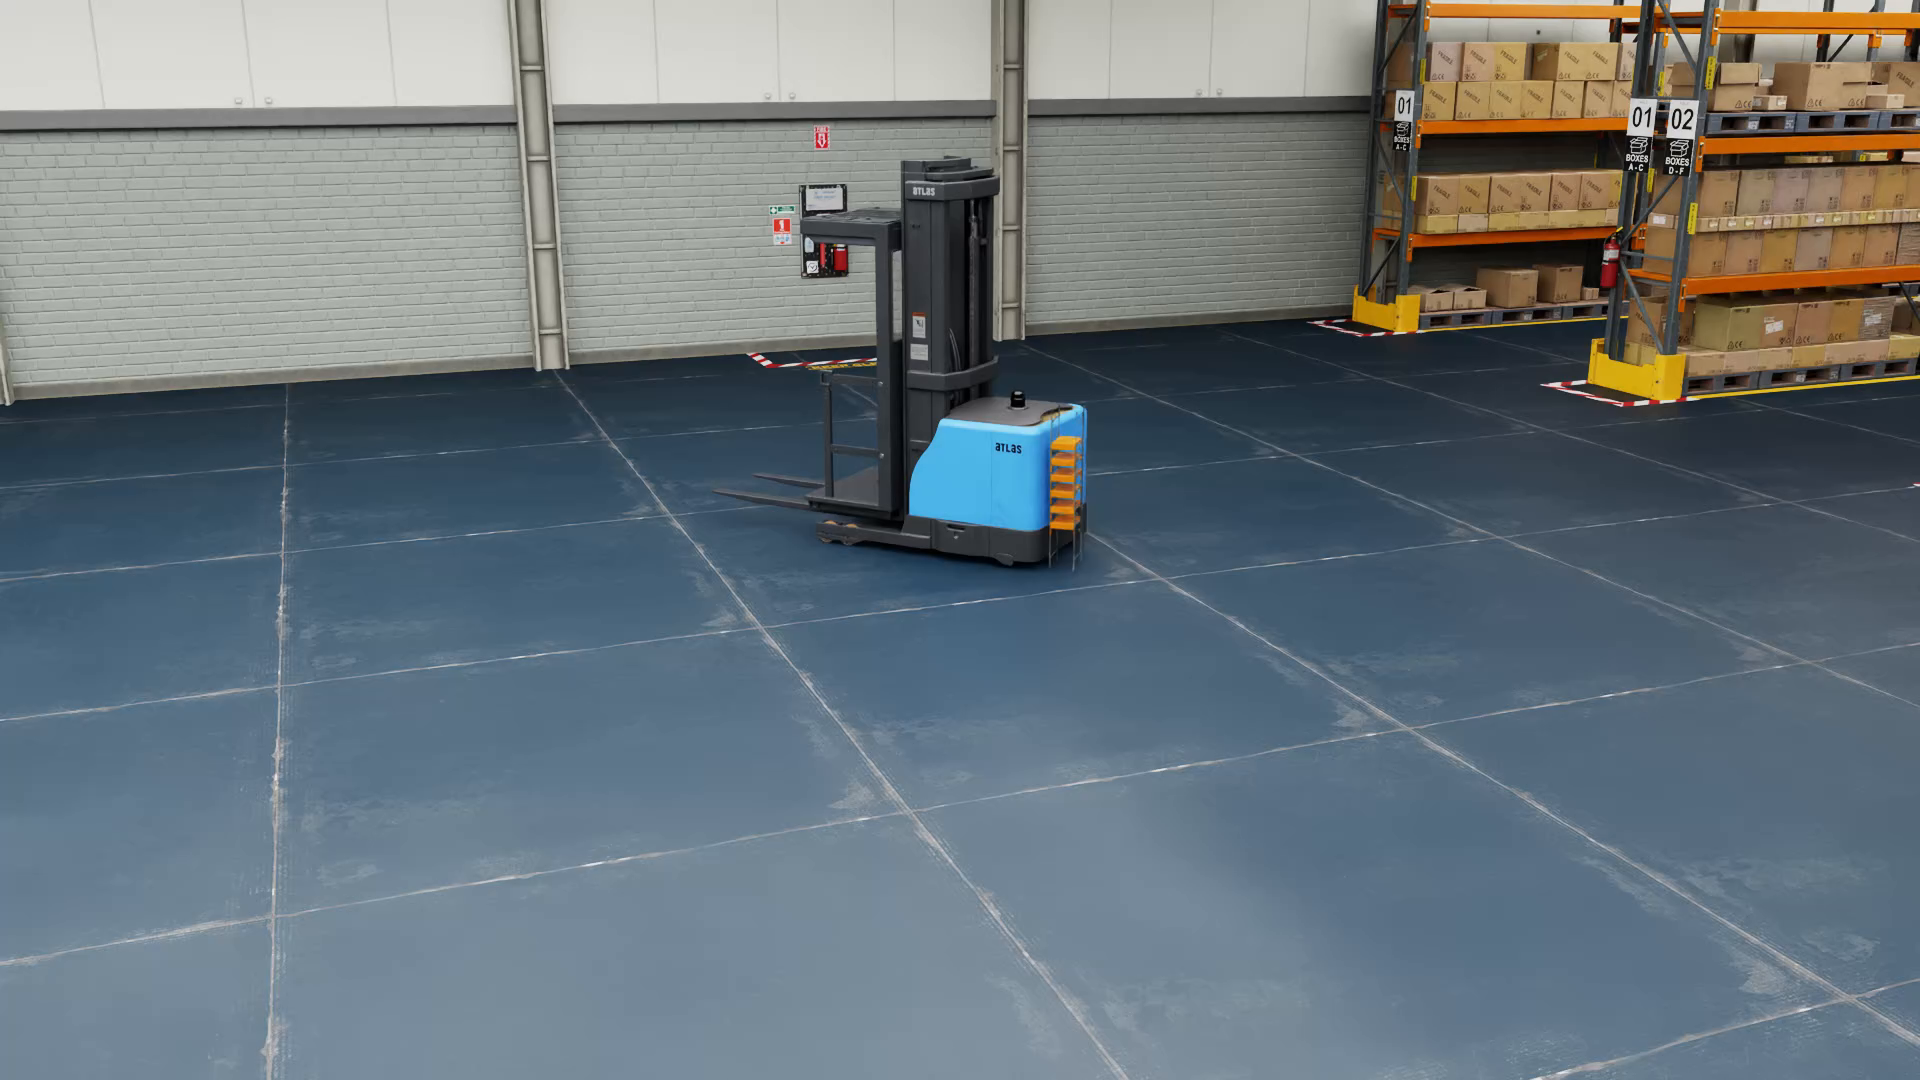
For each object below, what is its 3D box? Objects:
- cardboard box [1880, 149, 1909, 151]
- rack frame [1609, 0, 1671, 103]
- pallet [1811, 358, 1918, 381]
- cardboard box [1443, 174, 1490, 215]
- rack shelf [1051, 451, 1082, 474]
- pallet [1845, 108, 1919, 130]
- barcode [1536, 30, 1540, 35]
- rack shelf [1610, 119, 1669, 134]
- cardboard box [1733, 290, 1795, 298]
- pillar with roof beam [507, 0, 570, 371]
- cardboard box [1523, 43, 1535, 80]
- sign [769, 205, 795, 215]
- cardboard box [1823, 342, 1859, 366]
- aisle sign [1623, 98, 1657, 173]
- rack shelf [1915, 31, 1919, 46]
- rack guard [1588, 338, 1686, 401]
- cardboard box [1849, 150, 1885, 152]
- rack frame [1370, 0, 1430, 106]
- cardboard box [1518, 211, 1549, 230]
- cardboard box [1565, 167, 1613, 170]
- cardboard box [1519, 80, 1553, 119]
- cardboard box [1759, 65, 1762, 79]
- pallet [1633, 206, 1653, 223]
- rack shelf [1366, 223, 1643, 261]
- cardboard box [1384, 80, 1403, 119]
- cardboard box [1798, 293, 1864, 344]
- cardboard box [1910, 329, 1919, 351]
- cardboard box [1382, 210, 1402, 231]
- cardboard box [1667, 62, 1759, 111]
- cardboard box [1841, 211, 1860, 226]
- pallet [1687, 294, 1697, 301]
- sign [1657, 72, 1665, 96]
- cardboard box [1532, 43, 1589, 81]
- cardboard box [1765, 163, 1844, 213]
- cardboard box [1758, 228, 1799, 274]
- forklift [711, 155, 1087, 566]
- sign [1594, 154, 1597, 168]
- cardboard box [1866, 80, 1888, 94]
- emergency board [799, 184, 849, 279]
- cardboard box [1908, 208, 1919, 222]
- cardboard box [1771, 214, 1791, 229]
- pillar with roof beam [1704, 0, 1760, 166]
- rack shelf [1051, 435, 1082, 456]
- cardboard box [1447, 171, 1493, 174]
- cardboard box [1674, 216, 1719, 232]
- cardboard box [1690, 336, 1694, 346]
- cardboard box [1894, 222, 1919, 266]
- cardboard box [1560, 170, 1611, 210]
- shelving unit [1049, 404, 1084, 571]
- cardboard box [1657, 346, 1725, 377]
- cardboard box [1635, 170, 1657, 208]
[{"bbox_3d":[14.658,-6.029,26.233,0.500,0.250,0.500,-7,18,-21],"label":"cardboard box"},{"bbox_3d":[9.627,-7.728,23.443,0.127,3.000,1.000,-6,17,-20],"label":"rack frame"},{"bbox_3d":[10.646,-2.139,20.009,1.213,0.211,1.003,-6,17,-20],"label":"pallet"},{"bbox_3d":[6.911,-4.760,22.883,0.500,0.500,0.500,-6,17,-20],"label":"cardboard box"},{"bbox_3d":[0.786,-0.572,12.218,0.180,0.103,0.258,5,18,17],"label":"rack shelf"},{"bbox_3d":[10.616,-4.850,19.125,1.213,0.211,1.003,-6,17,-20],"label":"pallet"},{"bbox_3d":[8.176,-7.173,23.506,0.075,0.075,0.001,-6,17,-20],"label":"barcode"},{"bbox_3d":[11.495,-6.145,24.654,4.000,0.370,1.077,-6,17,-20],"label":"rack shelf"},{"bbox_3d":[9.459,-2.672,19.679,0.500,0.500,0.500,-6,17,-20],"label":"cardboard box"},{"bbox_3d":[-3.429,-5.280,15.108,0.400,9.000,9.100,-6,17,-20],"label":"pillar with roof beam"},{"bbox_3d":[7.648,-6.685,23.230,0.500,0.500,0.500,-6,17,-20],"label":"cardboard box"},{"bbox_3d":[-2.233,-4.141,20.873,0.331,0.109,0.001,-6,17,-20],"label":"sign"},{"bbox_3d":[10.117,-2.222,19.477,0.500,0.250,0.500,-6,17,-20],"label":"cardboard box"},{"bbox_3d":[7.502,-4.461,18.353,0.004,0.787,0.394,-6,17,-20],"label":"aisle sign"},{"bbox_3d":[13.271,-6.090,19.851,4.000,0.370,1.077,-6,17,-20],"label":"rack shelf"},{"bbox_3d":[7.646,-1.941,18.822,0.348,0.500,1.175,-6,17,-20],"label":"rack guard"},{"bbox_3d":[14.178,-5.978,26.060,0.500,0.250,0.500,-7,18,-22],"label":"cardboard box"},{"bbox_3d":[5.892,-7.325,22.070,0.127,3.000,1.000,-6,17,-20],"label":"rack frame"},{"bbox_3d":[7.892,-4.506,23.349,0.500,0.250,0.500,-6,17,-20],"label":"cardboard box"},{"bbox_3d":[9.114,-5.154,24.227,0.500,0.500,0.500,-7,18,-21],"label":"cardboard box"},{"bbox_3d":[7.784,-6.069,22.904,0.500,0.500,0.500,-5,17,-17],"label":"cardboard box"},{"bbox_3d":[11.318,-6.697,24.332,0.500,0.500,0.500,-7,18,-22],"label":"cardboard box"},{"bbox_3d":[10.393,-4.796,24.448,1.213,0.211,1.003,-6,17,-20],"label":"pallet"},{"bbox_3d":[7.760,-4.303,23.703,4.000,0.370,1.077,-6,17,-20],"label":"rack shelf"},{"bbox_3d":[6.191,-6.052,22.846,0.500,0.500,0.500,-5,17,-16],"label":"cardboard box"},{"bbox_3d":[10.112,-2.585,19.383,0.500,0.500,0.500,-6,17,-20],"label":"cardboard box"},{"bbox_3d":[11.869,-2.404,20.096,0.500,0.250,0.500,-7,18,-21],"label":"cardboard box"},{"bbox_3d":[6.259,-4.482,23.268,0.500,0.250,0.500,-6,17,-19],"label":"cardboard box"},{"bbox_3d":[8.206,-4.957,18.156,0.637,0.503,0.797,-5,17,-16],"label":"cardboard box"},{"bbox_3d":[10.040,-3.694,19.026,0.250,0.149,0.380,-6,17,-18],"label":"cardboard box"},{"bbox_3d":[11.495,-3.714,25.373,1.213,0.211,1.003,-6,17,-20],"label":"pallet"},{"bbox_3d":[9.829,-6.395,23.310,0.005,0.325,0.100,-6,17,-20],"label":"sign"},{"bbox_3d":[8.265,-6.591,22.907,0.500,0.500,0.500,-7,18,-22],"label":"cardboard box"},{"bbox_3d":[9.586,-4.019,18.980,0.500,0.500,0.700,-6,17,-20],"label":"cardboard box"},{"bbox_3d":[9.063,-3.338,18.963,0.500,0.500,0.700,-6,17,-20],"label":"cardboard box"},{"bbox_3d":[-0.555,-1.486,12.958,3.031,2.935,1.130,8,18,26],"label":"forklift"},{"bbox_3d":[9.426,-5.551,24.621,0.005,0.325,0.100,-6,17,-20],"label":"sign"},{"bbox_3d":[10.335,-5.176,19.241,0.500,0.311,0.500,-7,18,-23],"label":"cardboard box"},{"bbox_3d":[-1.688,-3.900,21.056,0.643,1.169,0.194,-6,17,-20],"label":"emergency board"},{"bbox_3d":[10.995,-3.798,19.378,0.250,0.149,0.380,-7,18,-21],"label":"cardboard box"},{"bbox_3d":[9.075,-3.590,18.670,0.250,0.149,0.380,-7,18,-22],"label":"cardboard box"},{"bbox_3d":[13.380,-7.095,21.288,0.400,9.000,9.100,-6,17,-20],"label":"pillar with roof beam"},{"bbox_3d":[0.785,-0.687,12.184,0.180,0.103,0.258,5,18,17],"label":"rack shelf"},{"bbox_3d":[7.211,-4.948,23.526,0.500,0.500,0.500,-7,18,-22],"label":"cardboard box"},{"bbox_3d":[8.112,-3.485,18.315,0.250,0.149,0.380,-6,18,-20],"label":"cardboard box"},{"bbox_3d":[8.526,-2.211,19.438,0.500,0.250,0.500,-6,17,-20],"label":"cardboard box"},{"bbox_3d":[10.991,-3.548,19.679,0.500,0.500,0.700,-7,18,-22],"label":"cardboard box"},{"bbox_3d":[8.833,-4.966,23.585,0.500,0.500,0.500,-6,17,-20],"label":"cardboard box"},{"bbox_3d":[0.786,-0.385,12.275,0.189,1.200,0.258,5,18,17],"label":"shelving unit"},{"bbox_3d":[8.249,-2.021,18.791,0.500,0.250,0.500,-6,17,-20],"label":"cardboard box"},{"bbox_3d":[10.115,-5.151,24.357,0.500,0.500,0.700,-6,17,-20],"label":"cardboard box"}]
